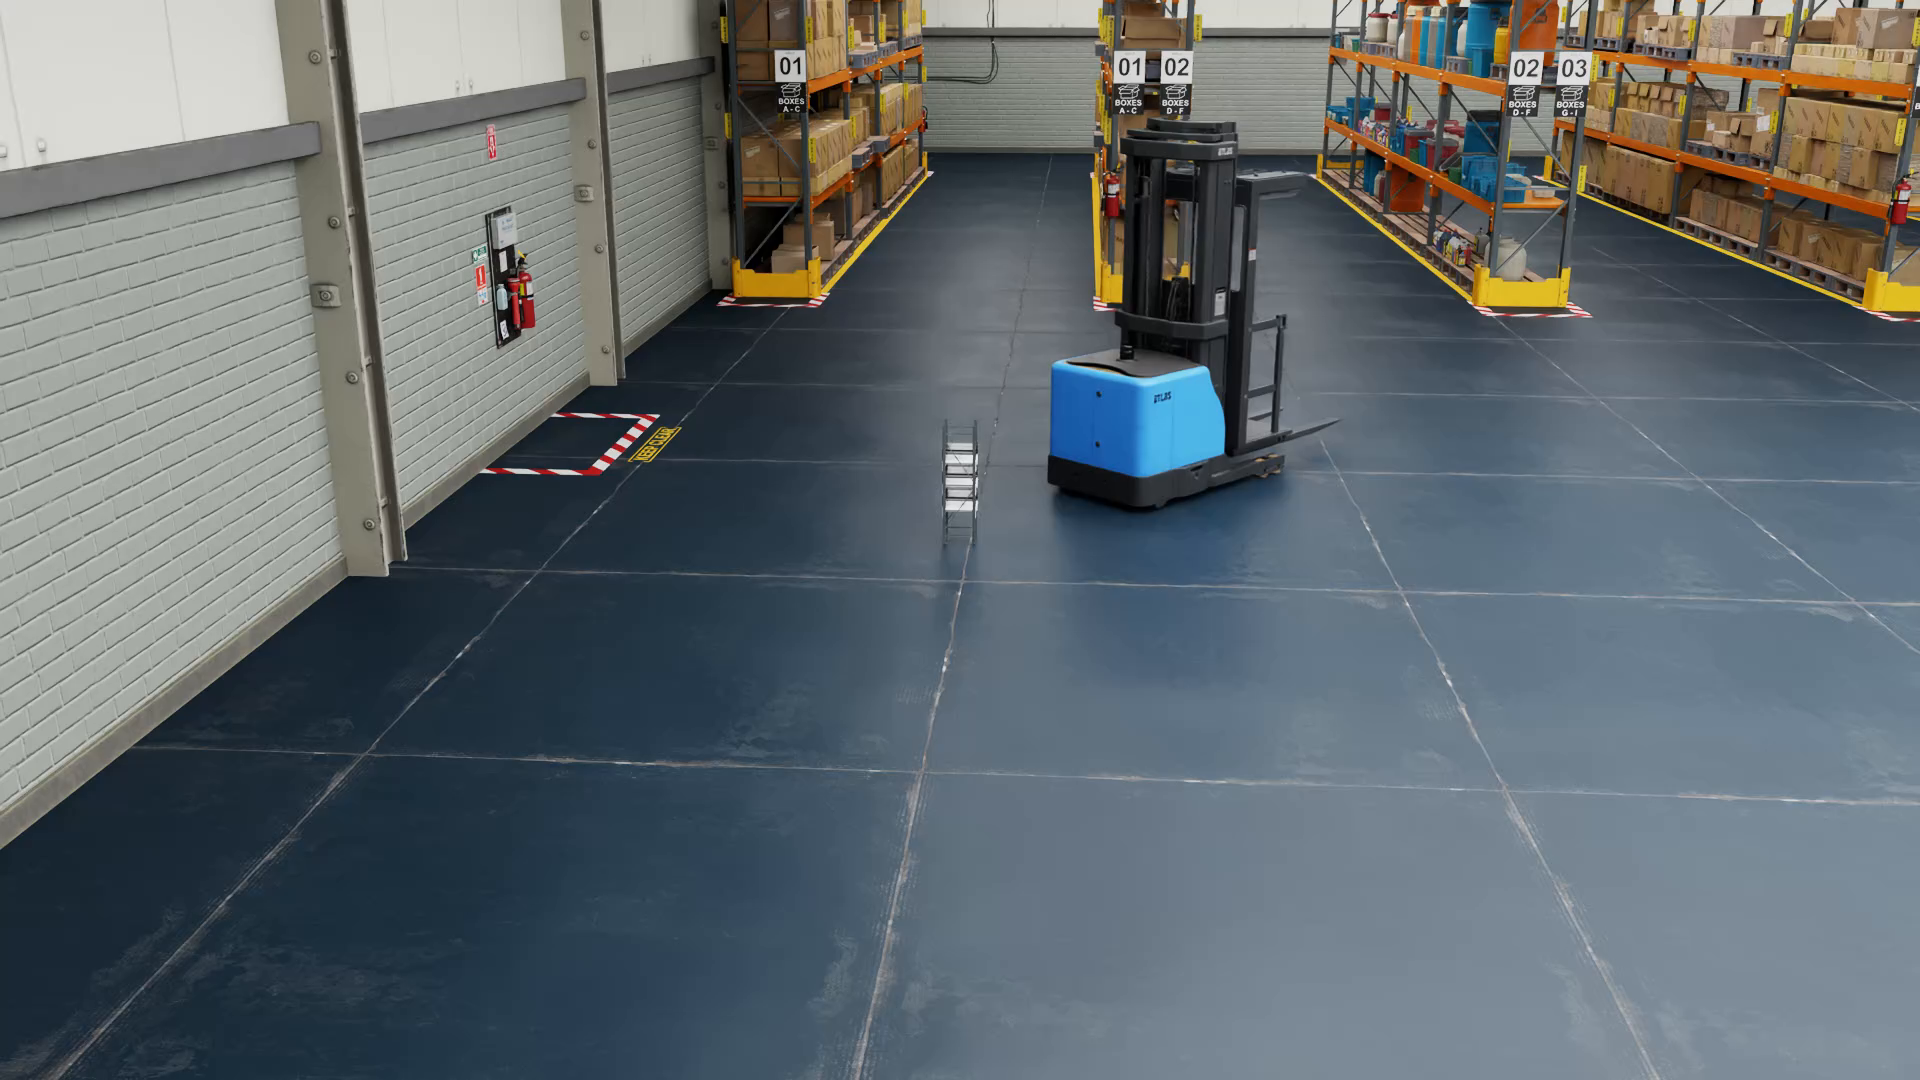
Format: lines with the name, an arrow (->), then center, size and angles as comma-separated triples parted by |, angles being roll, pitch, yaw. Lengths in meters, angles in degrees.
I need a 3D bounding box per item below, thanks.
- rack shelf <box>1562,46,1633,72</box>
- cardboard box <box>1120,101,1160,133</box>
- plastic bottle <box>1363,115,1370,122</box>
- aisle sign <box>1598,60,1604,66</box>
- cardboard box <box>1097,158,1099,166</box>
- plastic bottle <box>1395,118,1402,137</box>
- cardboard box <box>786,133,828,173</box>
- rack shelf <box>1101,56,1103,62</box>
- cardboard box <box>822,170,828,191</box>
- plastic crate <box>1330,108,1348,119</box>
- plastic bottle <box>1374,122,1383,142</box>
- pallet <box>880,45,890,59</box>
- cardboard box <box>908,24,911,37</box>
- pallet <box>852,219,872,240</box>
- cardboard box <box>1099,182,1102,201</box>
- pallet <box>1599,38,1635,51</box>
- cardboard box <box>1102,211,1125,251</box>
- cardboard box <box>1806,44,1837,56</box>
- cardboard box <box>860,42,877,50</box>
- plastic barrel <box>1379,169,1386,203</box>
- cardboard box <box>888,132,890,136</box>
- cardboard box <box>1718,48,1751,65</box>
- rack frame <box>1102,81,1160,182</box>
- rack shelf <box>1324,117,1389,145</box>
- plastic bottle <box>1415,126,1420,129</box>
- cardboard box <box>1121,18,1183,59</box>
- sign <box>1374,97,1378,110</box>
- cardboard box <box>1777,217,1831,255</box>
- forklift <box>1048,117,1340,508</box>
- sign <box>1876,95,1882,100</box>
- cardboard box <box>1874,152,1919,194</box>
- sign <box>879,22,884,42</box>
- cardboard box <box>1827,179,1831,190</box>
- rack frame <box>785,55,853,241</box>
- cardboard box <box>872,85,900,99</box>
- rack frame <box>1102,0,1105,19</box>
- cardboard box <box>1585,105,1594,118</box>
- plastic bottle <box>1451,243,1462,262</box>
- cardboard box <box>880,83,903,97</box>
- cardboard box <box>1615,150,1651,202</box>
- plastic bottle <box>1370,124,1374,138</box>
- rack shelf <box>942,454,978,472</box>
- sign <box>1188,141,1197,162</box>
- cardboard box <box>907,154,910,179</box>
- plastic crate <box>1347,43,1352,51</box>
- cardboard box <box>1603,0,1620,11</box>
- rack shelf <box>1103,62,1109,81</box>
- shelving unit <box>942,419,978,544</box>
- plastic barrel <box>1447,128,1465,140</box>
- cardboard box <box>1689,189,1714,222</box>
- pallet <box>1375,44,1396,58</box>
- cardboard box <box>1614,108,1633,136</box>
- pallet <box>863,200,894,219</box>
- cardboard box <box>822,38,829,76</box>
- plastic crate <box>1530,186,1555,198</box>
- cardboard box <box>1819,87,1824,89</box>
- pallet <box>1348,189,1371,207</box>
rack shelf -> 13.341, -9.825, 33.927 | 1.077, 0.370, 4.000 | 1, 18, 4
cardboard box -> 2.610, -5.916, 23.416 | 0.700, 0.500, 0.500 | 1, 18, 4
plastic bottle -> 7.906, -8.092, 32.381 | 0.144, 0.351, 0.185 | 1, 18, 4
aisle sign -> 13.789, -10.613, 35.821 | 0.394, 0.787, 0.004 | 1, 18, 4
cardboard box -> 3.246, -8.169, 36.246 | 0.500, 0.250, 0.500 | 1, 18, 4
plastic bottle -> 8.361, -7.860, 31.672 | 0.144, 0.351, 0.185 | 1, 18, 4
cardboard box -> -2.105, -5.314, 22.828 | 0.500, 0.500, 0.500 | 1, 18, 4
rack shelf -> 3.460, -10.047, 34.605 | 1.077, 0.370, 4.000 | 1, 18, 4
cardboard box -> -2.110, -4.969, 22.979 | 0.500, 0.250, 0.500 | 1, 18, 2
plastic crate -> 8.151, -9.148, 35.696 | 0.416, 0.233, 0.300 | 1, 18, 4
plastic bottle -> 7.709, -7.503, 30.584 | 0.144, 0.351, 0.185 | 1, 18, 4
pallet -> -1.918, -8.746, 29.783 | 1.213, 0.211, 1.003 | 2, 18, 6
cardboard box -> -1.261, -10.419, 33.993 | 0.500, 0.250, 0.500 | 1, 18, 3
pallet -> -2.058, -5.264, 28.148 | 1.003, 0.211, 1.213 | 1, 18, 4
cardboard box -> 2.700, -6.103, 29.072 | 0.500, 0.311, 0.500 | 2, 18, 6
pallet -> 13.267, -9.757, 32.708 | 1.003, 0.211, 1.213 | 1, 18, 4
cardboard box -> 2.256, -4.349, 23.414 | 0.500, 0.500, 0.500 | 1, 18, 4
cardboard box -> 12.342, -7.001, 23.754 | 0.380, 0.149, 0.250 | 0, 18, 1
cardboard box -> -1.693, -8.372, 28.450 | 0.500, 0.311, 0.500 | 1, 18, 4
plastic barrel -> 8.070, -6.545, 30.778 | 0.600, 0.588, 0.708 | 1, 18, 4
cardboard box -> -1.531, -7.755, 31.643 | 0.380, 0.149, 0.250 | 2, 18, 6
cardboard box -> 12.559, -7.772, 26.749 | 0.500, 0.250, 0.500 | 2, 18, 5
rack frame -> 3.030, -7.100, 29.273 | 1.000, 3.000, 0.127 | 1, 18, 4
rack shelf -> 8.401, -8.510, 34.731 | 1.077, 0.370, 4.000 | 1, 18, 4
plastic bottle -> 8.424, -7.487, 30.654 | 0.152, 0.276, 0.135 | 1, 18, 4
cardboard box -> 2.502, -6.534, 21.665 | 0.797, 0.503, 0.637 | 3, 18, 8
sign -> 9.094, -9.543, 36.467 | 0.100, 0.325, 0.005 | 1, 18, 4
cardboard box -> 12.556, -4.524, 24.751 | 0.500, 0.500, 0.500 | 1, 18, 2
forklift -> 2.123, -2.014, 13.863 | 3.031, 2.935, 1.130 | -17, 25, -42
sign -> 17.596, -8.399, 31.847 | 0.100, 0.325, 0.005 | 1, 18, 4
cardboard box -> 12.404, -4.752, 21.470 | 0.875, 0.500, 0.500 | 1, 18, 4
sign -> -1.370, -8.868, 29.021 | 0.100, 0.325, 0.005 | 1, 18, 4
cardboard box -> 12.242, -4.911, 22.997 | 0.380, 0.149, 0.250 | 1, 18, 4
rack frame -> -2.198, -5.967, 25.816 | 1.000, 3.000, 0.127 | 1, 18, 4
cardboard box -> -1.449, -8.697, 32.273 | 0.500, 0.250, 0.500 | 2, 18, 5
rack frame -> 3.604, -12.435, 35.922 | 1.000, 3.000, 0.127 | 1, 18, 4
cardboard box -> 13.078, -8.809, 34.254 | 0.500, 0.250, 0.500 | 1, 18, 3
plastic bottle -> 7.147, -4.119, 23.844 | 0.152, 0.276, 0.135 | 1, 18, 2
cardboard box -> -1.402, -8.855, 32.757 | 0.500, 0.250, 0.500 | 2, 18, 5
cardboard box -> 13.109, -6.833, 31.197 | 1.225, 0.875, 0.875 | 1, 18, 2
plastic bottle -> 7.726, -7.639, 31.125 | 0.097, 0.271, 0.097 | 0, 18, 0
rack shelf -> 0.001, -0.570, 12.245 | 0.258, 0.077, 0.200 | 1, 18, 4
sign -> 3.010, -5.050, 21.500 | 0.100, 0.325, 0.005 | 1, 18, 4
cardboard box -> -1.429, -7.849, 34.900 | 0.700, 0.500, 0.500 | 1, 18, 3
plastic crate -> 7.969, -9.934, 33.529 | 0.293, 0.136, 0.466 | 1, 18, 4
cardboard box -> 13.330, -10.811, 33.583 | 0.500, 0.250, 0.500 | 1, 18, 2
rack shelf -> 2.887, -7.562, 27.023 | 1.077, 0.370, 4.000 | 1, 18, 4
shelving unit -> 0.001, -0.430, 12.291 | 0.258, 0.900, 0.210 | 1, 18, 4
plastic barrel -> 8.024, -6.330, 26.707 | 0.433, 0.535, 0.433 | 0, 18, 0
cardboard box -> 12.883, -5.690, 28.279 | 0.700, 0.500, 0.500 | 0, 18, 1
pallet -> 8.220, -8.968, 30.461 | 1.003, 0.211, 1.213 | 1, 18, 4
cardboard box -> 12.915, -8.030, 31.952 | 0.500, 0.500, 0.500 | 1, 18, 4
pallet -> -1.779, -6.127, 30.784 | 1.003, 0.211, 1.213 | 1, 18, 4
cardboard box -> -2.104, -6.633, 22.838 | 0.500, 0.500, 0.500 | 2, 18, 6
plastic crate -> 7.782, -4.649, 22.217 | 0.298, 0.136, 0.250 | 1, 18, 4
cardboard box -> 18.038, -9.433, 34.149 | 0.500, 0.500, 0.500 | 1, 18, 3
pallet -> 8.161, -6.667, 32.429 | 1.003, 0.211, 1.213 | 1, 18, 4
